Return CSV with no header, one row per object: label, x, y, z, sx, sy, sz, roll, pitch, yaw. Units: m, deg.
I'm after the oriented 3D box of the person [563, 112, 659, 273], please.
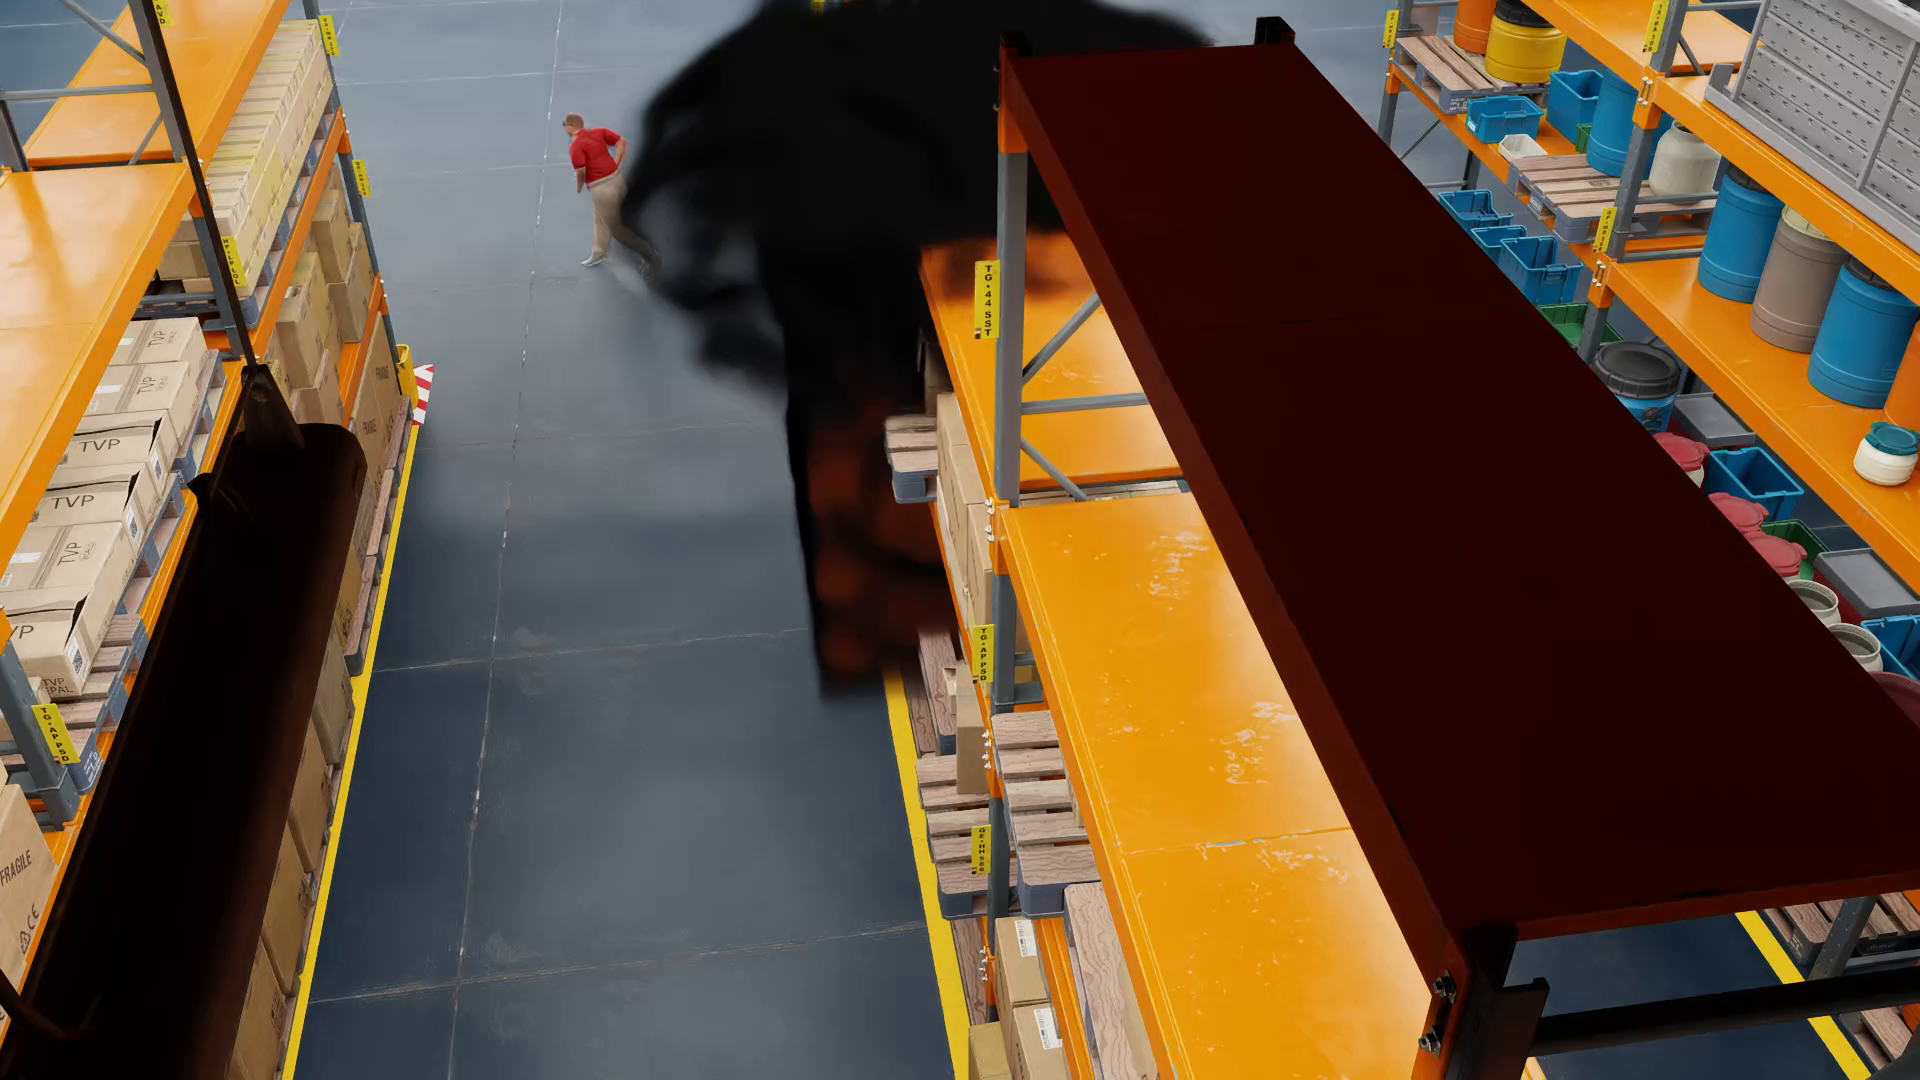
person,-3.494,-3.447,16.797,0.997,1.692,0.695,19,40,24
